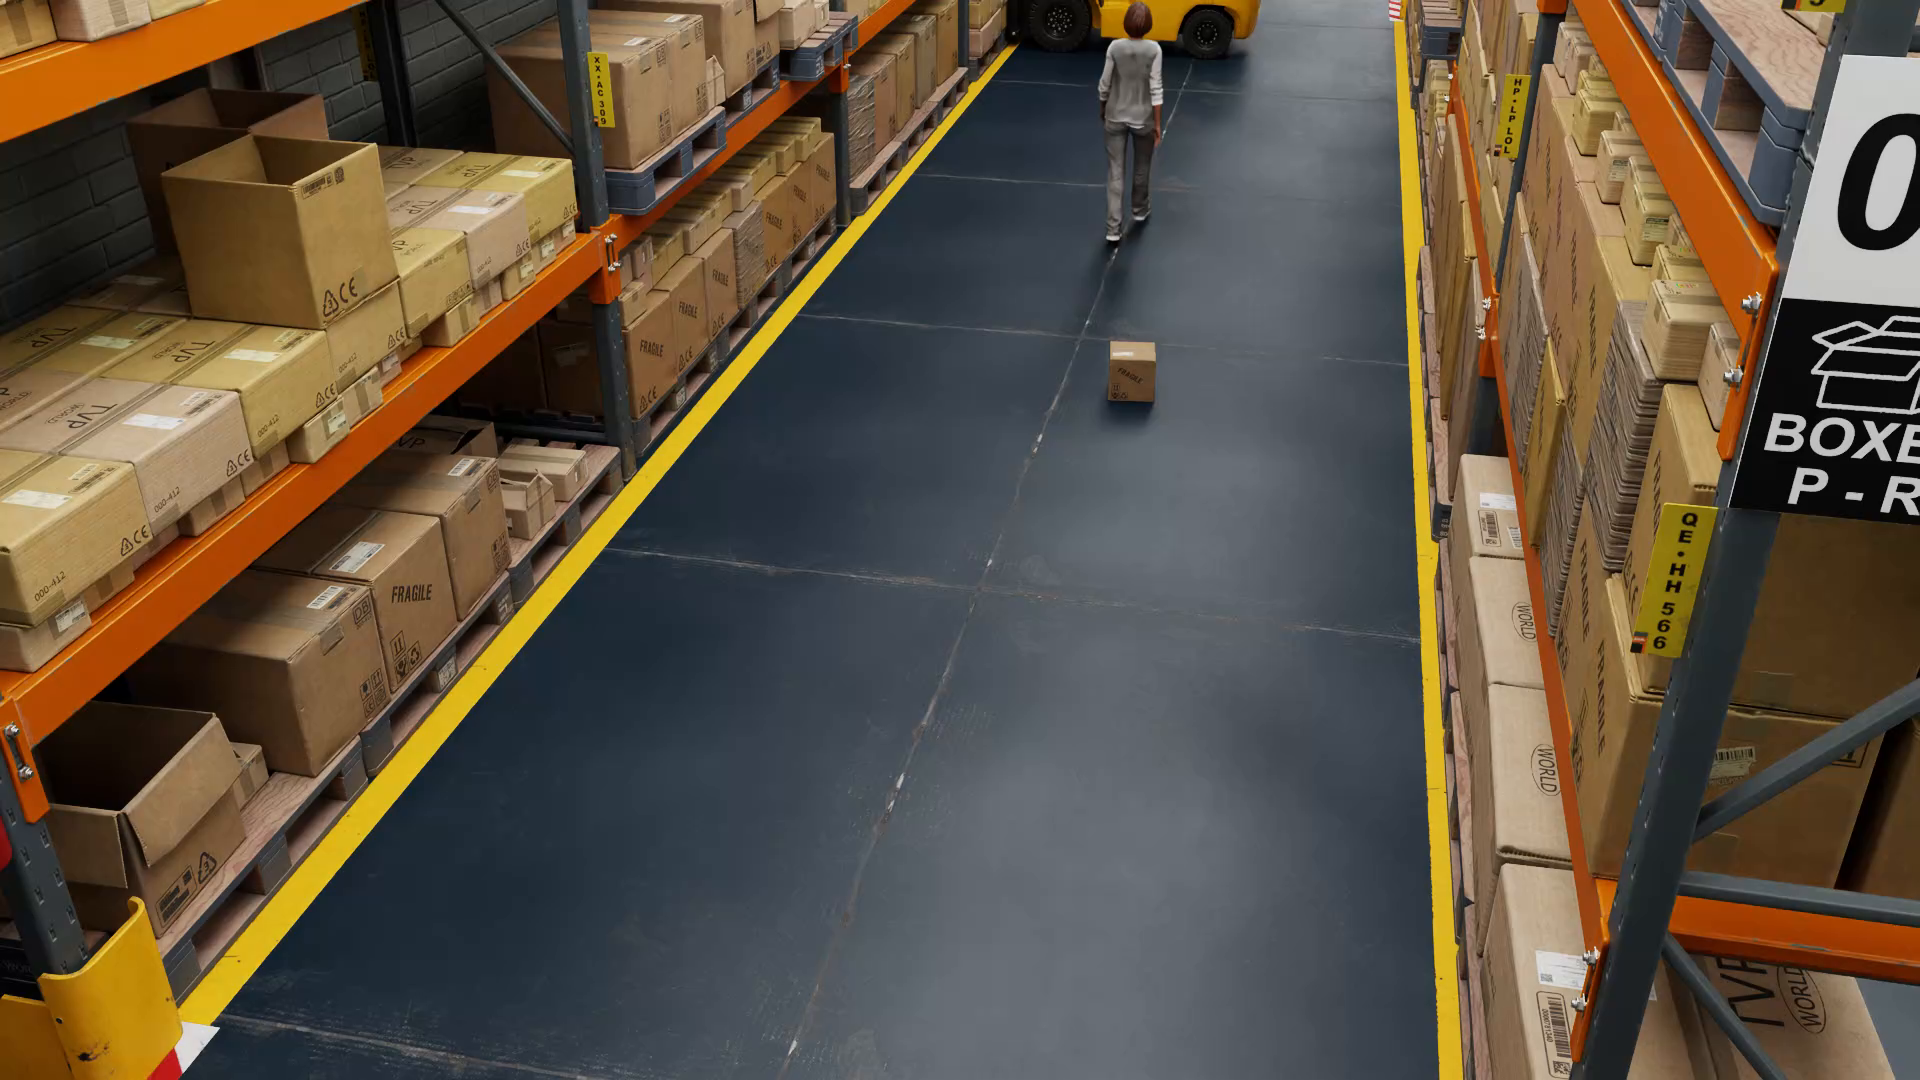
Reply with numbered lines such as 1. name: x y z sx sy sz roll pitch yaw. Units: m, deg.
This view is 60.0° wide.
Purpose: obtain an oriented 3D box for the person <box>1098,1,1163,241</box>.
1. person: 1.148 -2.862 11.244 0.438 1.564 0.816 4 29 6
